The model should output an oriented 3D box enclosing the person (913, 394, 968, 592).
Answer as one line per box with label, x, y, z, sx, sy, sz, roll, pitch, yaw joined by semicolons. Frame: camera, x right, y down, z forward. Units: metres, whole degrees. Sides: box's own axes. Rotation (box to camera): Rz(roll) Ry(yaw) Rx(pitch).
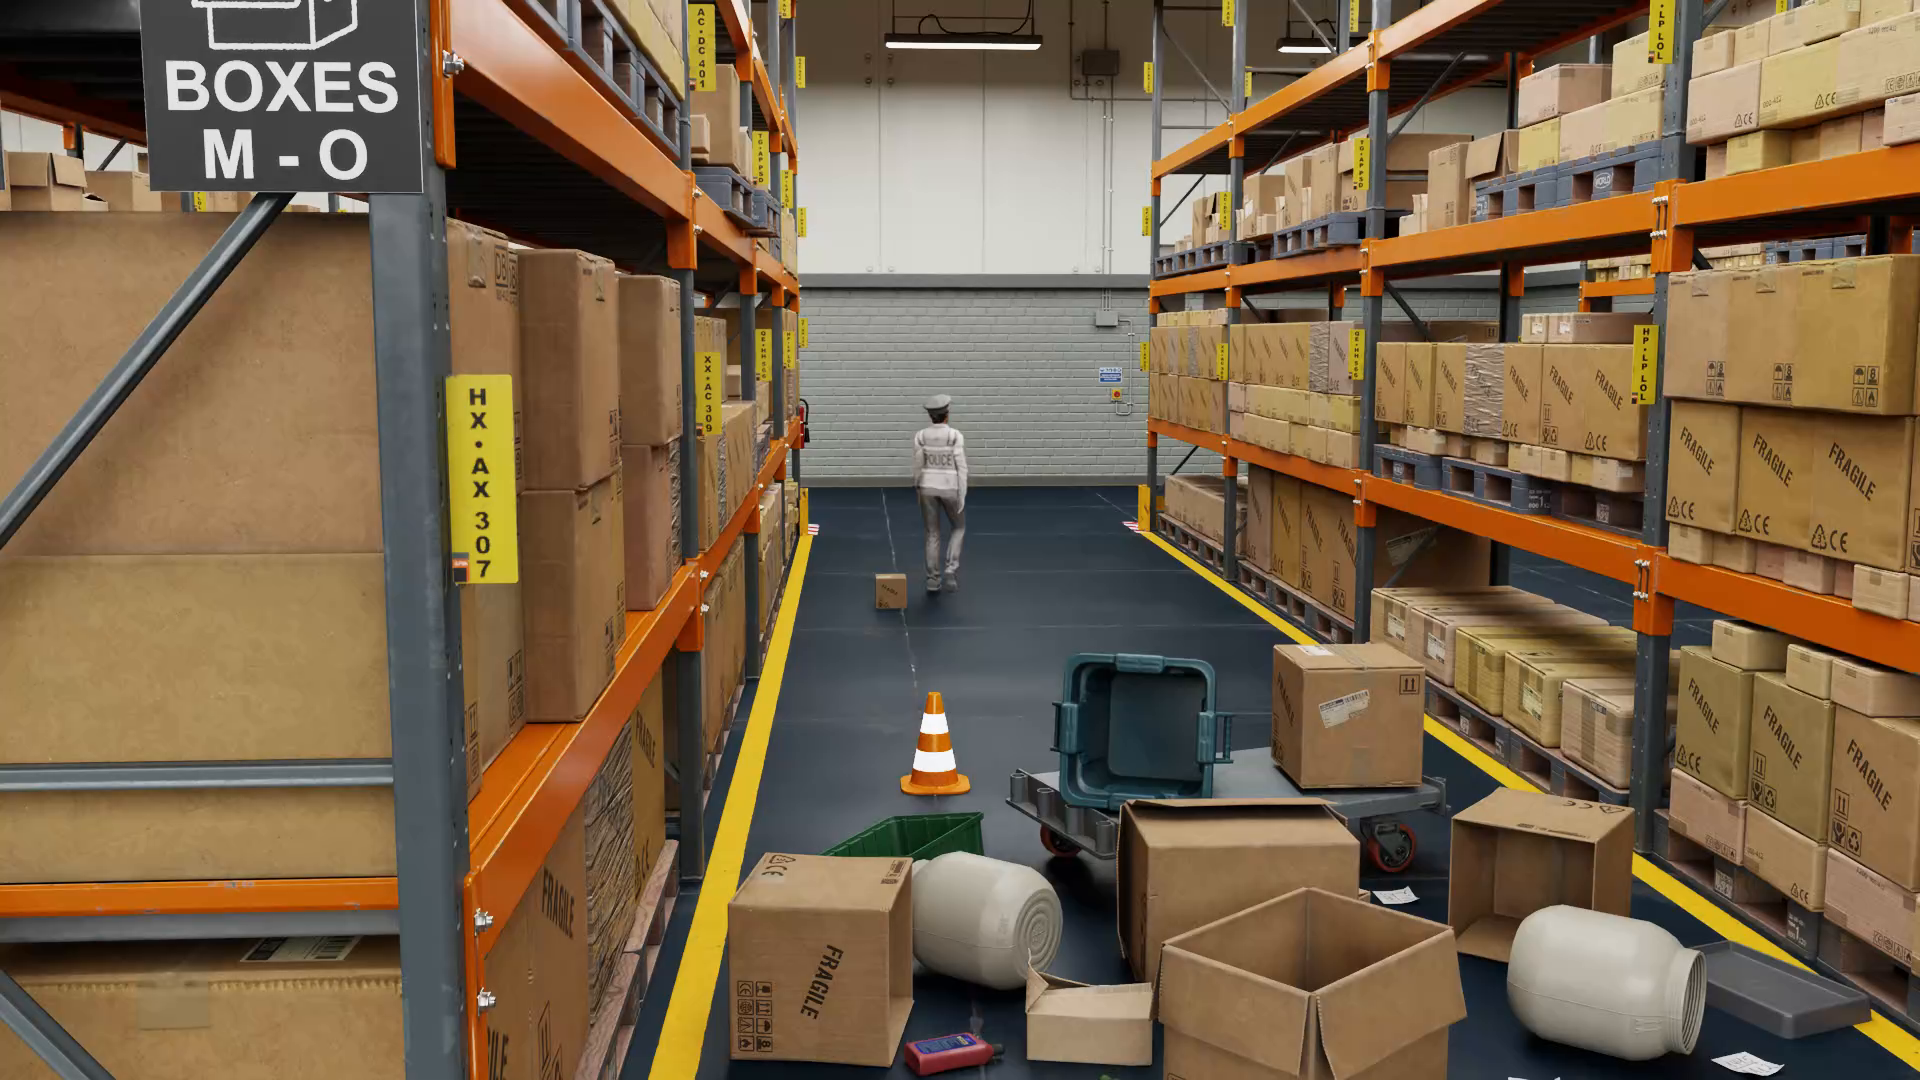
person;-0.157;-0.393;14.289;0.493;1.715;0.427;1;7;9
